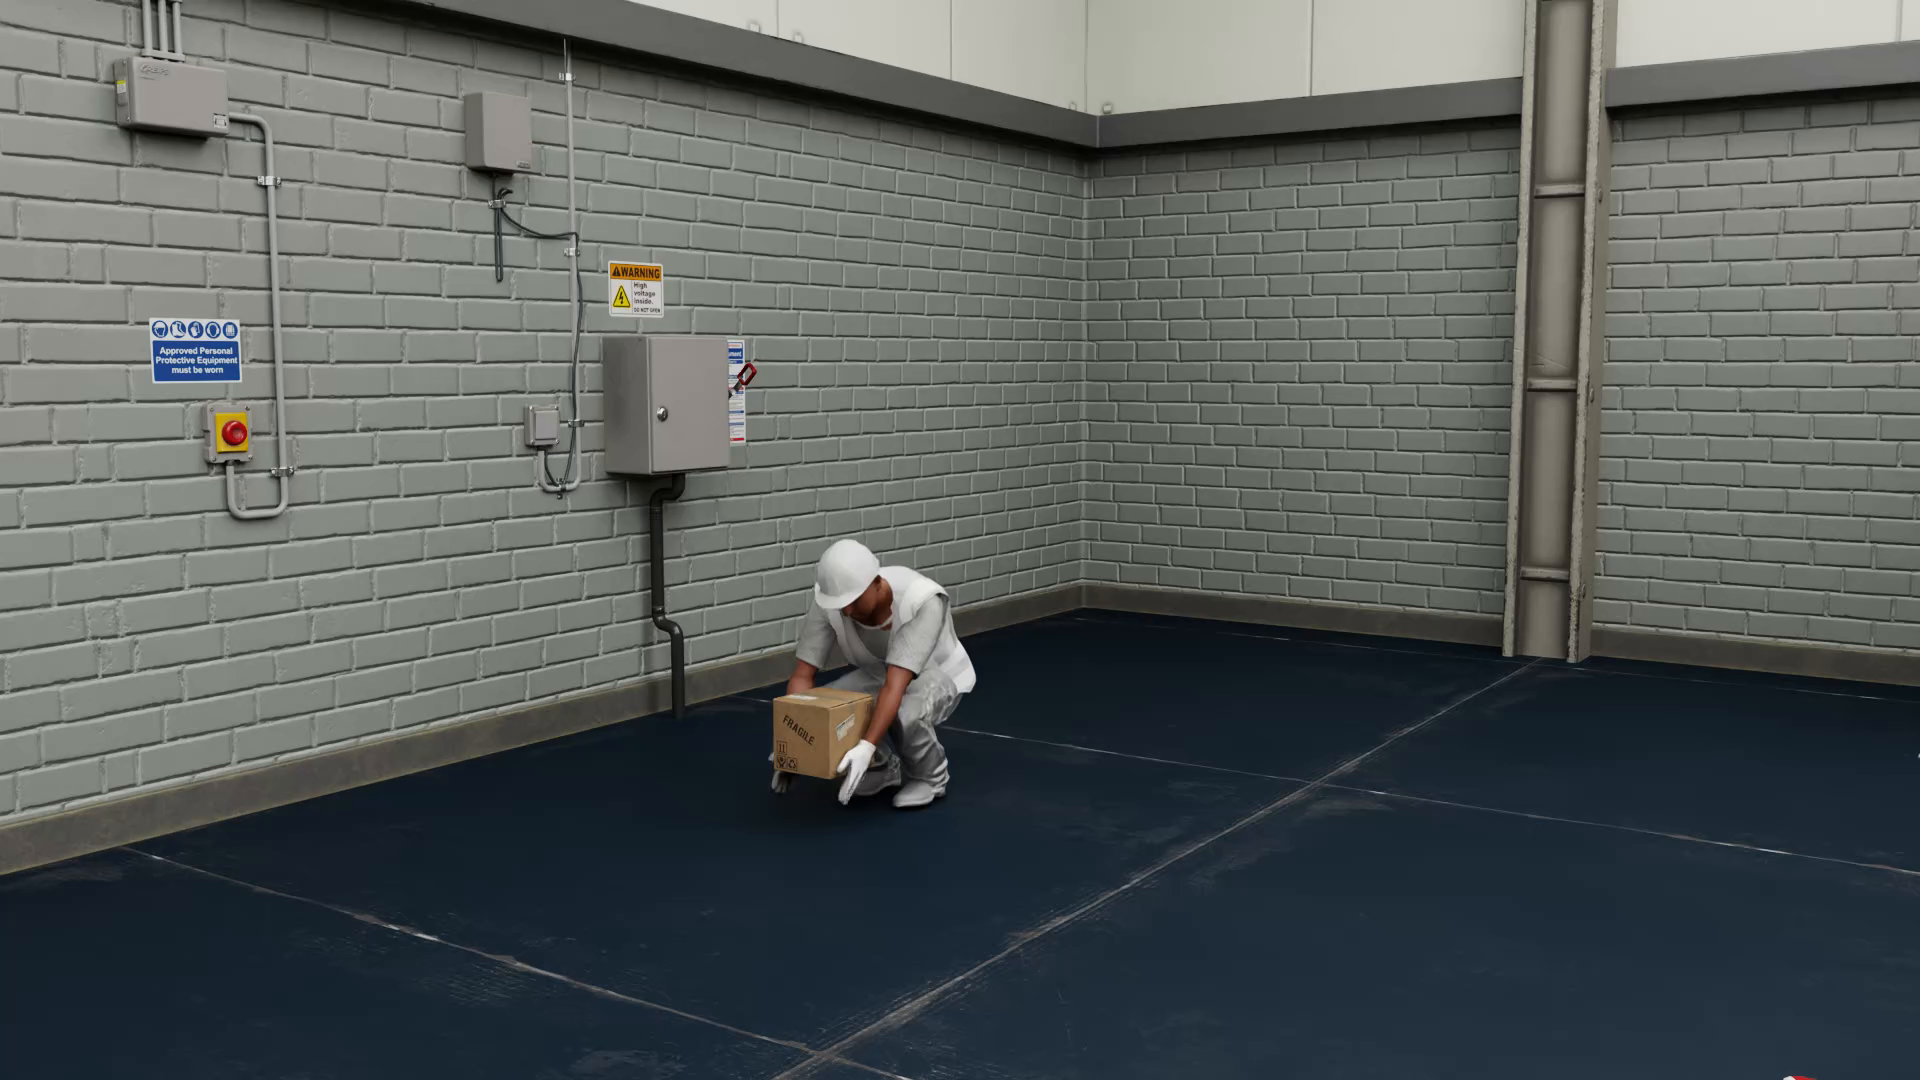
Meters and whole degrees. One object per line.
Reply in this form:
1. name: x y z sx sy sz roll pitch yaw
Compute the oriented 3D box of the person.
1. person: -0.277 0.469 5.994 0.564 0.999 0.888 4 7 33
